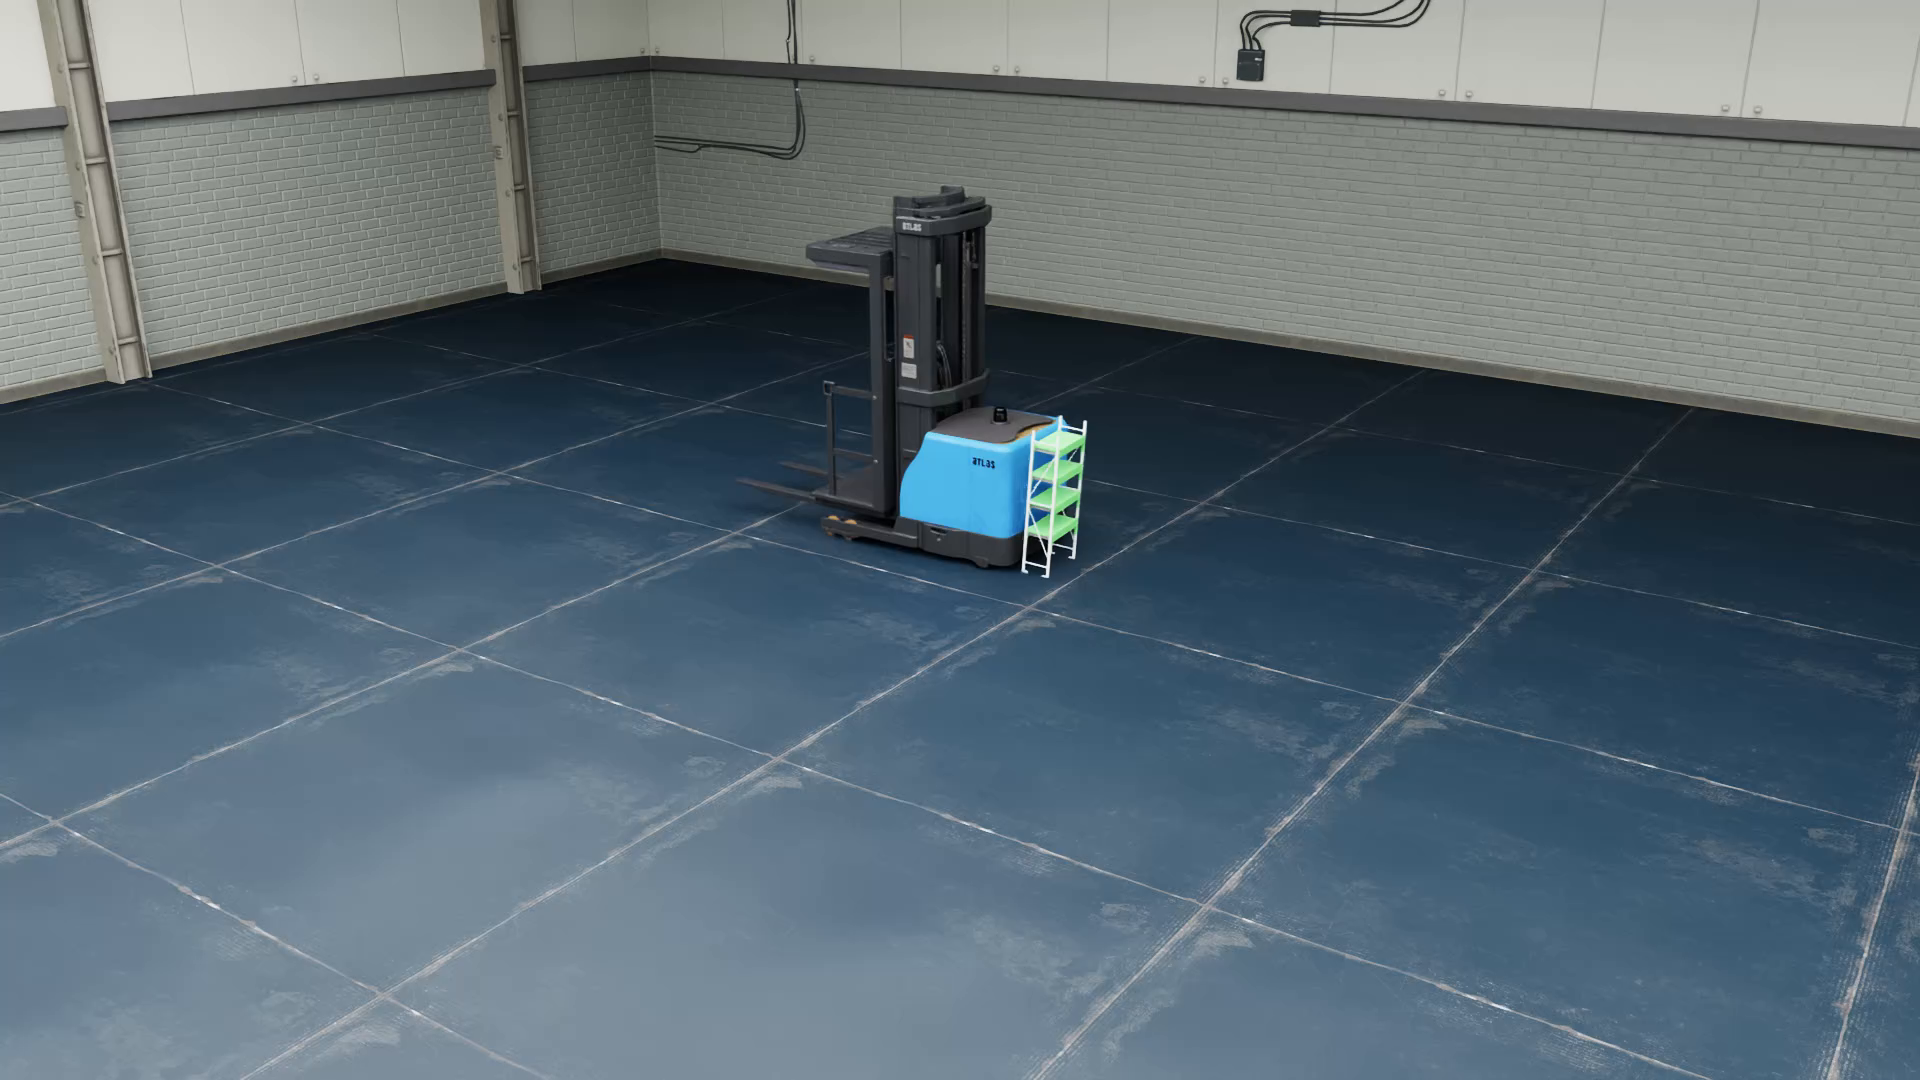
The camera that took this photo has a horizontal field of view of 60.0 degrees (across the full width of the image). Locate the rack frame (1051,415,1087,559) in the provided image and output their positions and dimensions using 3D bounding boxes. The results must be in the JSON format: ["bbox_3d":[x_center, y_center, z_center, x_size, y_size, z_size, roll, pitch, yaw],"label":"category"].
[{"bbox_3d":[0.882,-0.427,13.666,0.240,1.200,0.015,15,25,26],"label":"rack frame"}]

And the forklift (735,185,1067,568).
[{"bbox_3d":[-0.601,-1.519,14.148,3.031,2.935,1.130,13,24,31],"label":"forklift"}]

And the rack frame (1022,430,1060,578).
[{"bbox_3d":[0.644,-0.279,13.267,0.240,1.200,0.015,15,25,26],"label":"rack frame"}]

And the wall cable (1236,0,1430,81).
[{"bbox_3d":[4.304,-8.148,18.419,2.305,6.003,0.169,13,24,32],"label":"wall cable"}]

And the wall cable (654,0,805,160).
[{"bbox_3d":[-3.539,-6.953,24.566,3.097,2.526,0.112,13,24,32],"label":"wall cable"}]

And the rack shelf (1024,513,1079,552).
[{"bbox_3d":[0.746,-0.072,13.581,0.258,0.148,0.480,15,25,26],"label":"rack shelf"}]

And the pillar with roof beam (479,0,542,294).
[{"bbox_3d":[-2.728,-6.982,20.169,9.100,9.000,0.400,13,24,32],"label":"pillar with roof beam"}]

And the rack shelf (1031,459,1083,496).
[{"bbox_3d":[0.773,-0.516,13.400,0.258,0.148,0.480,15,25,26],"label":"rack shelf"}]

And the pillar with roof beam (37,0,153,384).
[{"bbox_3d":[-6.101,-5.260,15.515,9.100,9.000,0.400,13,24,32],"label":"pillar with roof beam"}]

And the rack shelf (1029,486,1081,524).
[{"bbox_3d":[0.759,-0.294,13.491,0.258,0.148,0.480,15,25,26],"label":"rack shelf"}]

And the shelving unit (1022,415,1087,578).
[{"bbox_3d":[0.763,-0.353,13.467,0.258,1.200,0.503,15,25,26],"label":"shelving unit"}]

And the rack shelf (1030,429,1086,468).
[{"bbox_3d":[0.786,-0.738,13.310,0.258,0.148,0.480,15,25,26],"label":"rack shelf"}]
